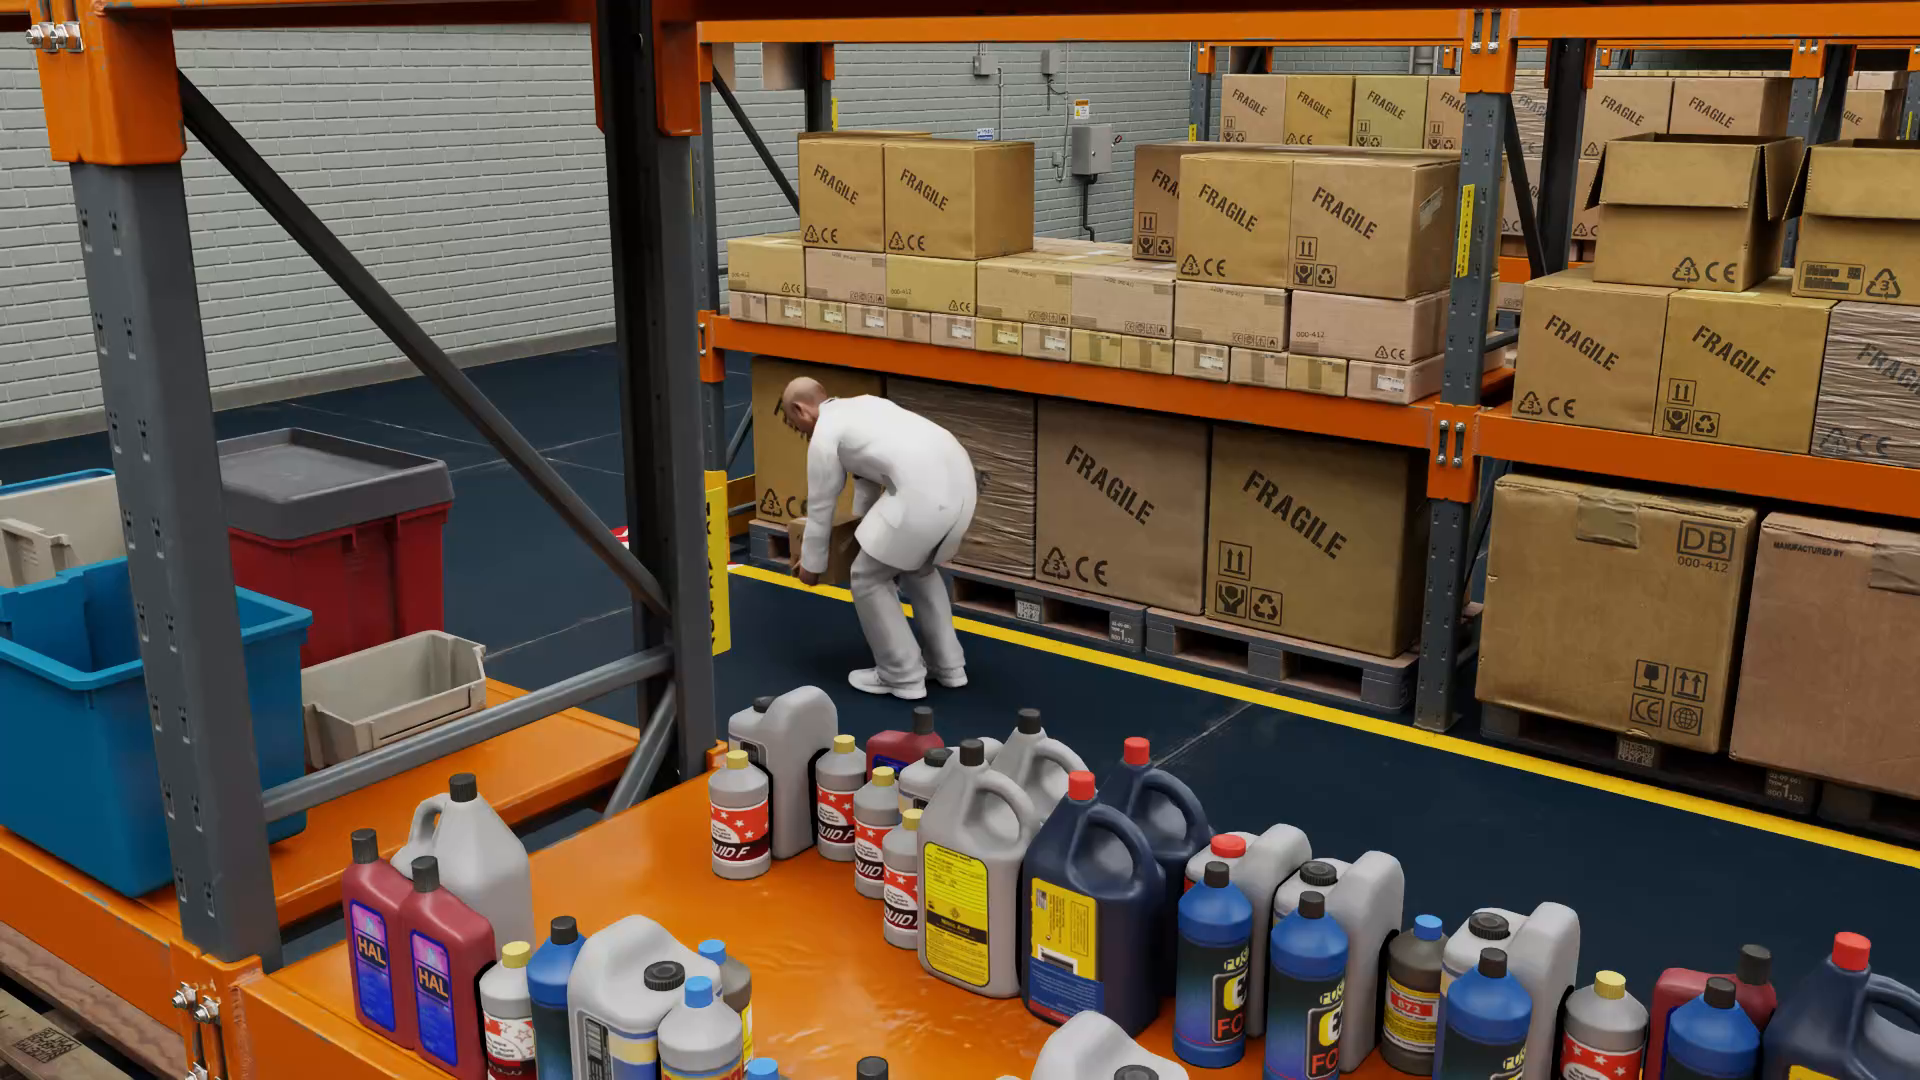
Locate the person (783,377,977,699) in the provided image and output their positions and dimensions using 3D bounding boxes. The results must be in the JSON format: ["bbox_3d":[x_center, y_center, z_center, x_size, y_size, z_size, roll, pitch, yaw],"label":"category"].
[{"bbox_3d":[-0.352,-0.006,7.014,0.909,1.258,0.562,11,20,33],"label":"person"}]
